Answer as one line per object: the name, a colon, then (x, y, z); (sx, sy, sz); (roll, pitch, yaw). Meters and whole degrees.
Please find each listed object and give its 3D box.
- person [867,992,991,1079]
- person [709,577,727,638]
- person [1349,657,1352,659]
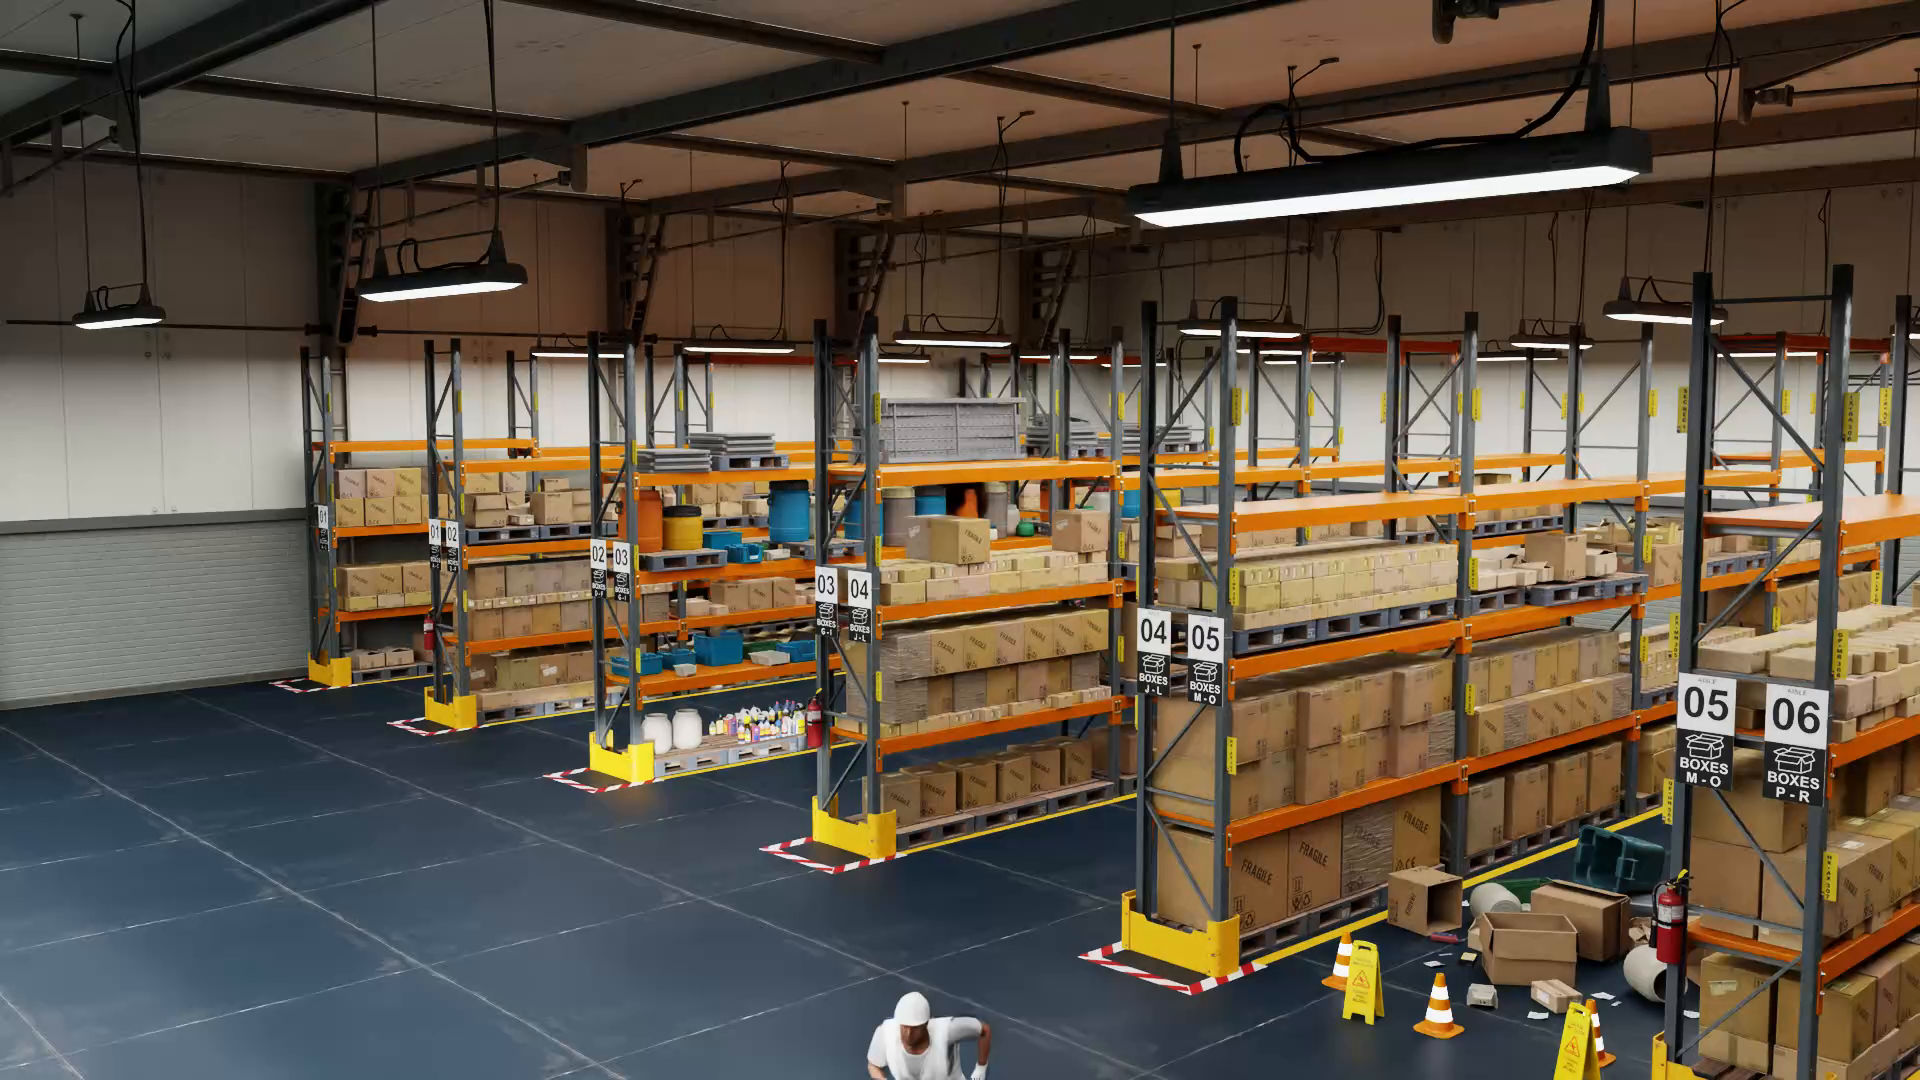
person: (-0.167, 3.469, 10.093); (0.729, 1.726, 1.034); (1, 5, 14)
person: (-4.671, 1.449, 32.666); (0.674, 1.682, 0.782); (3, 6, 34)
person: (5.434, 2.311, 22.463); (0.782, 1.852, 0.631); (-4, 7, -40)
